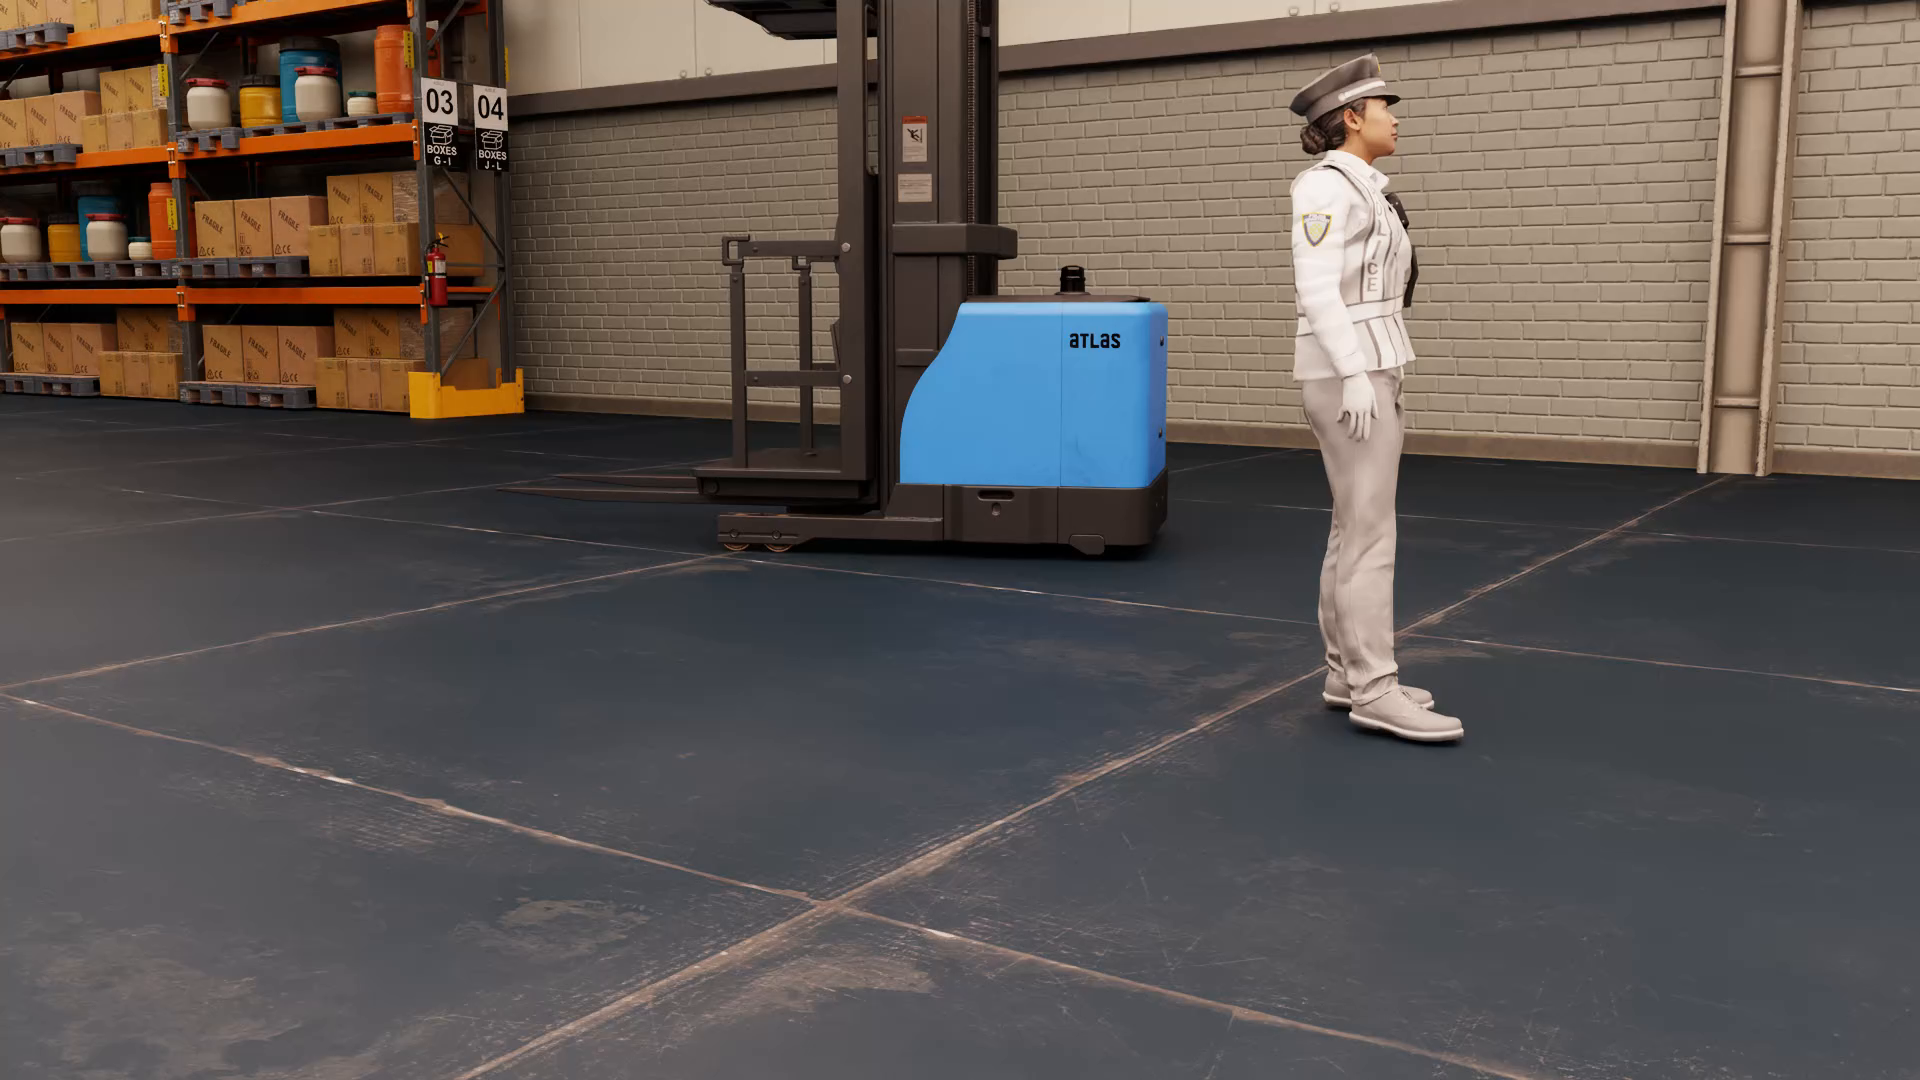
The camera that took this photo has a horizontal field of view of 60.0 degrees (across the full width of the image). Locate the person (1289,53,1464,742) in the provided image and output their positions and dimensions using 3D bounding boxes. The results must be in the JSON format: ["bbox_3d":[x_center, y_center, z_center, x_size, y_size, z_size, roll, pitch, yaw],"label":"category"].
[{"bbox_3d":[1.087,-0.391,4.278,0.533,1.696,0.588,4,9,24],"label":"person"}]

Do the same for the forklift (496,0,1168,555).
[{"bbox_3d":[-0.596,-1.469,7.520,3.031,2.935,1.130,2,8,12],"label":"forklift"}]
